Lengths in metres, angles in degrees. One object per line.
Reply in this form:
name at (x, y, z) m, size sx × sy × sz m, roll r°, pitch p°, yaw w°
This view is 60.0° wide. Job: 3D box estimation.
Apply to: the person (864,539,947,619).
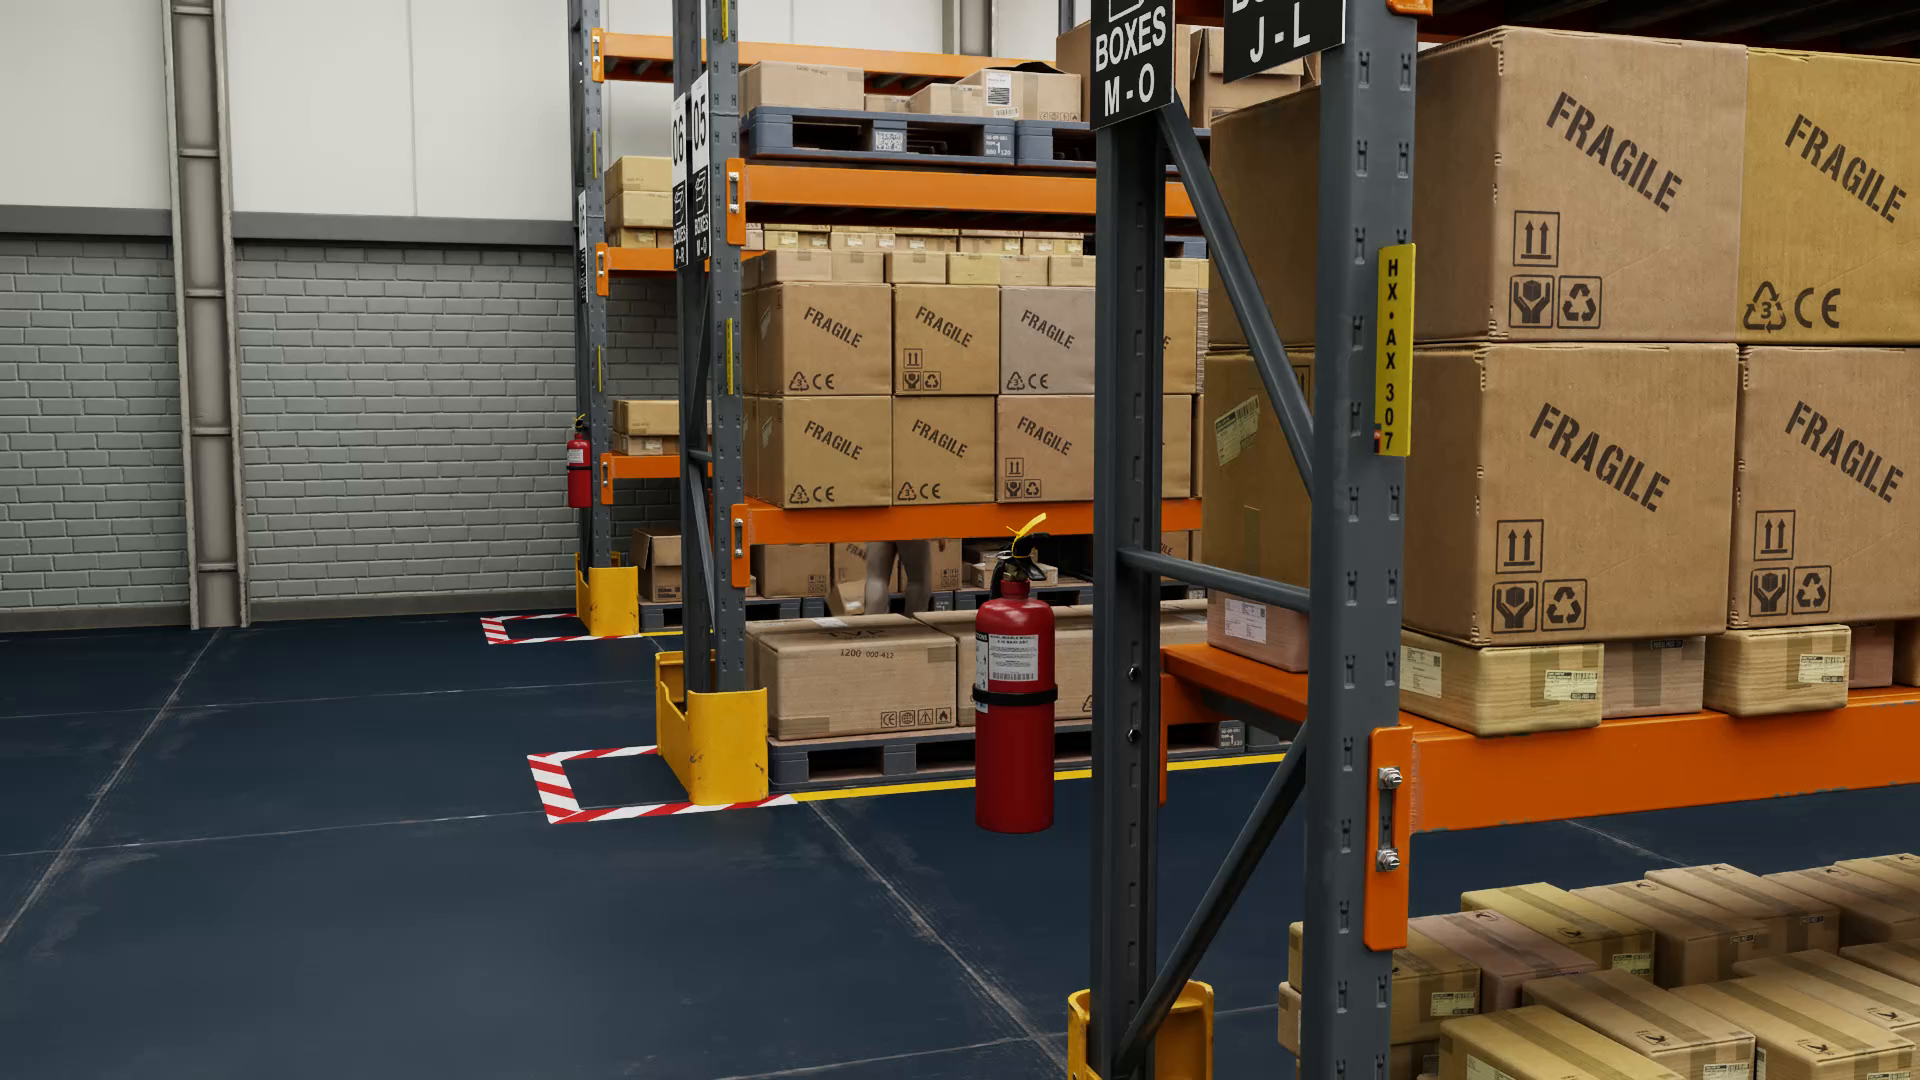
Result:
person at (-0.393, -0.084, 11.253) m, size 0.640 × 1.720 × 0.661 m, roll 2°, pitch 6°, yaw 22°
